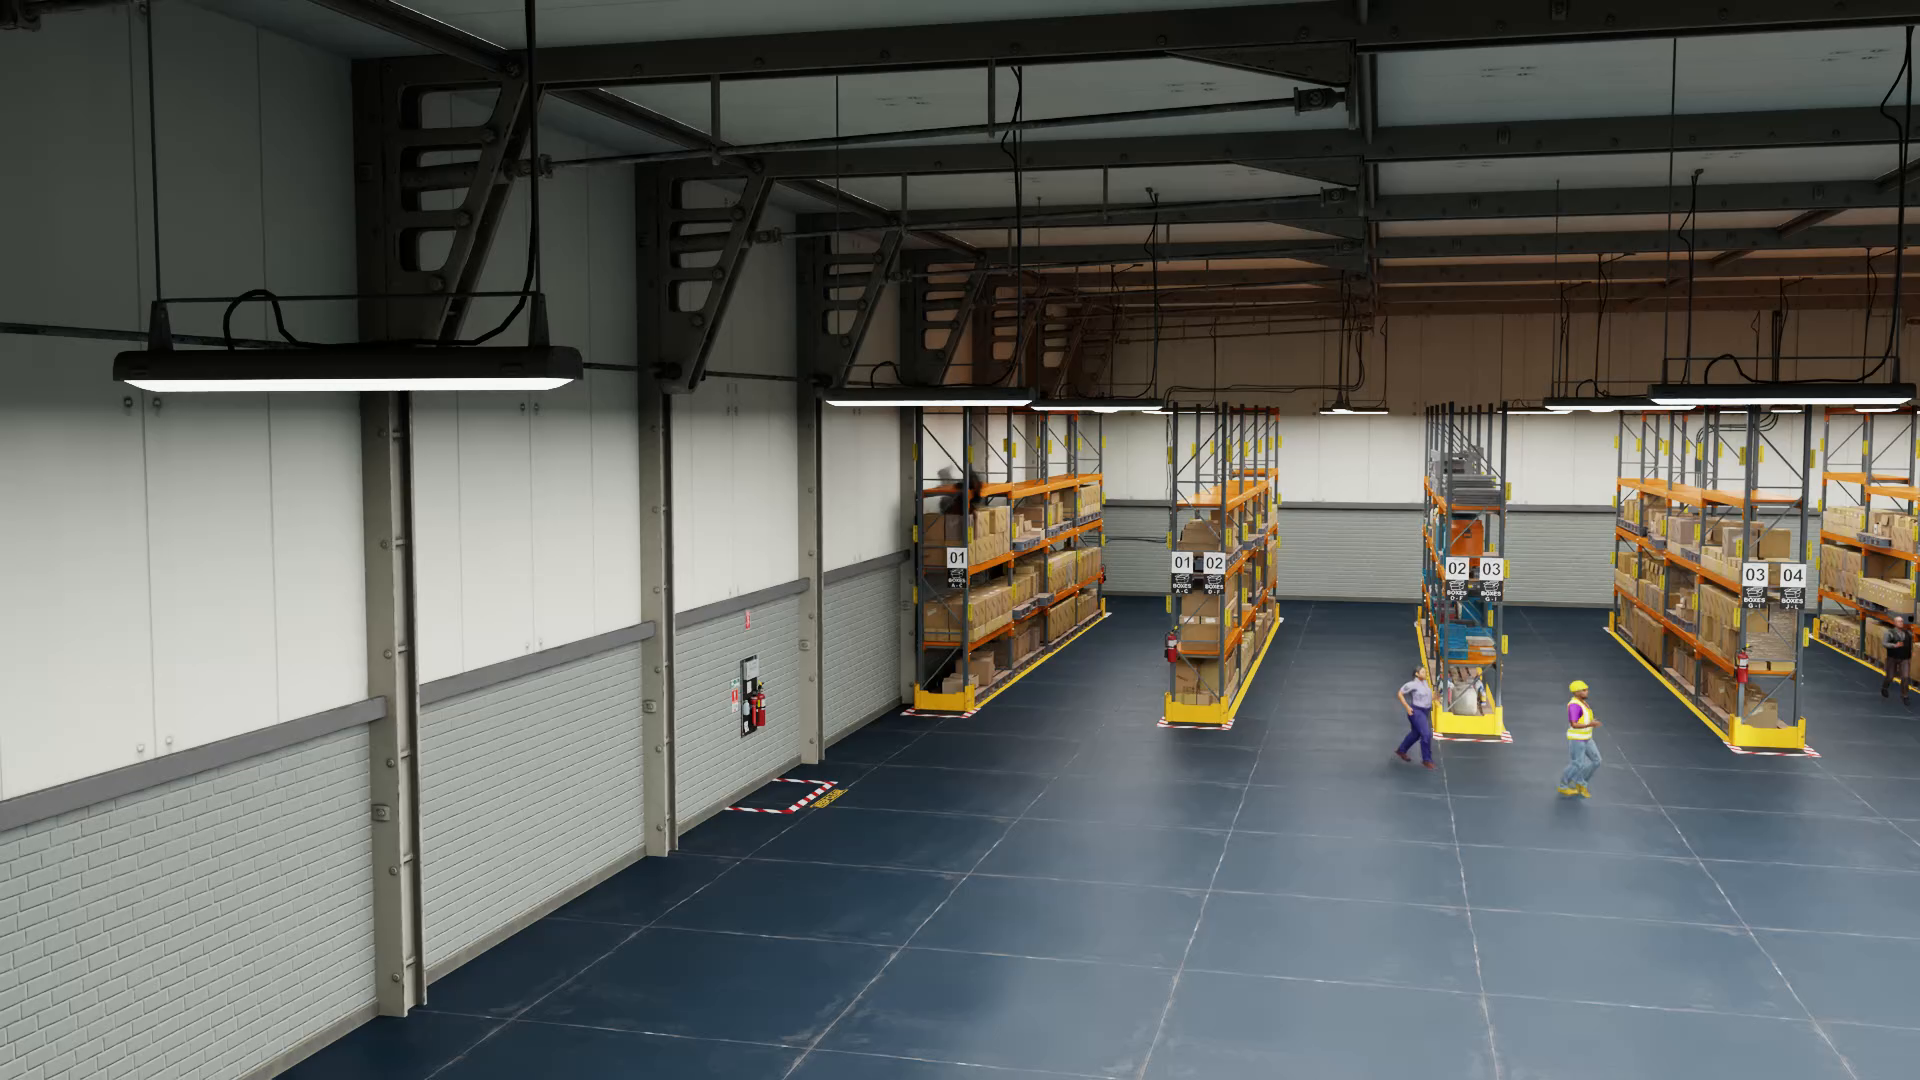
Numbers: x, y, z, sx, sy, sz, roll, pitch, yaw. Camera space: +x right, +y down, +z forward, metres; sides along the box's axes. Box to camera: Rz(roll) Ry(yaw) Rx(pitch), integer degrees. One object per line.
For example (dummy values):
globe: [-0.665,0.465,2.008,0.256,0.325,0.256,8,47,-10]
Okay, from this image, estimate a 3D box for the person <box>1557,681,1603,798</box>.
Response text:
person: [9.337,3.005,24.961,0.683,1.794,0.677,3,5,38]

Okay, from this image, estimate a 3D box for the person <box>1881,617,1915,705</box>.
person: [18.746,2.387,33.228,0.657,1.707,0.971,1,4,9]

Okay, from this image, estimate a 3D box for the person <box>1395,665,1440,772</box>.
person: [7.485,2.886,27.170,0.837,1.689,0.588,3,5,39]
